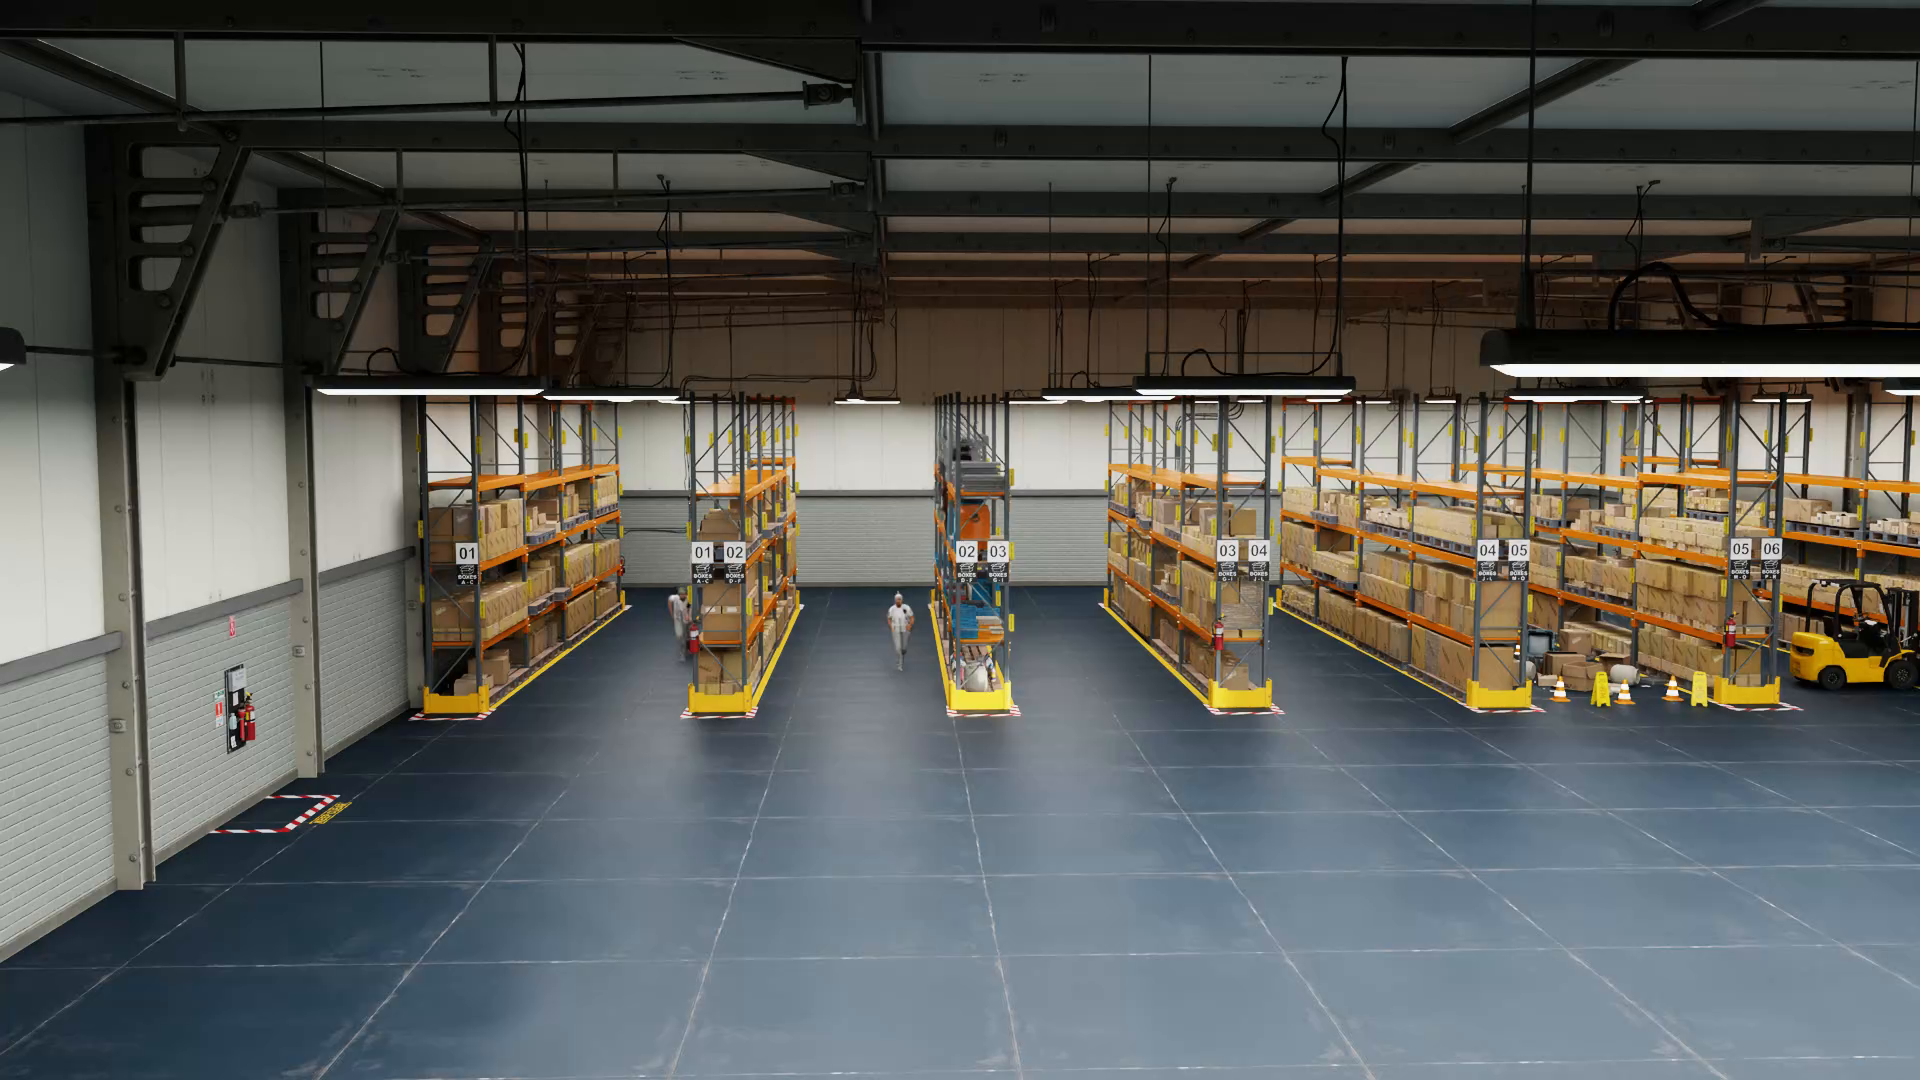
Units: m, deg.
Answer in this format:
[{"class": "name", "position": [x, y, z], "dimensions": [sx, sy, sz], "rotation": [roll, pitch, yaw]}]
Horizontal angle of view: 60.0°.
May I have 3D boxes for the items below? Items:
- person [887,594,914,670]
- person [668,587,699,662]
[{"class": "person", "position": [-1.303, 2.004, 36.424], "dimensions": [0.606, 1.665, 0.604], "rotation": [0, 5, -2]}, {"class": "person", "position": [-6.278, 1.887, 37.864], "dimensions": [0.704, 1.720, 1.017], "rotation": [0, 5, 1]}]
